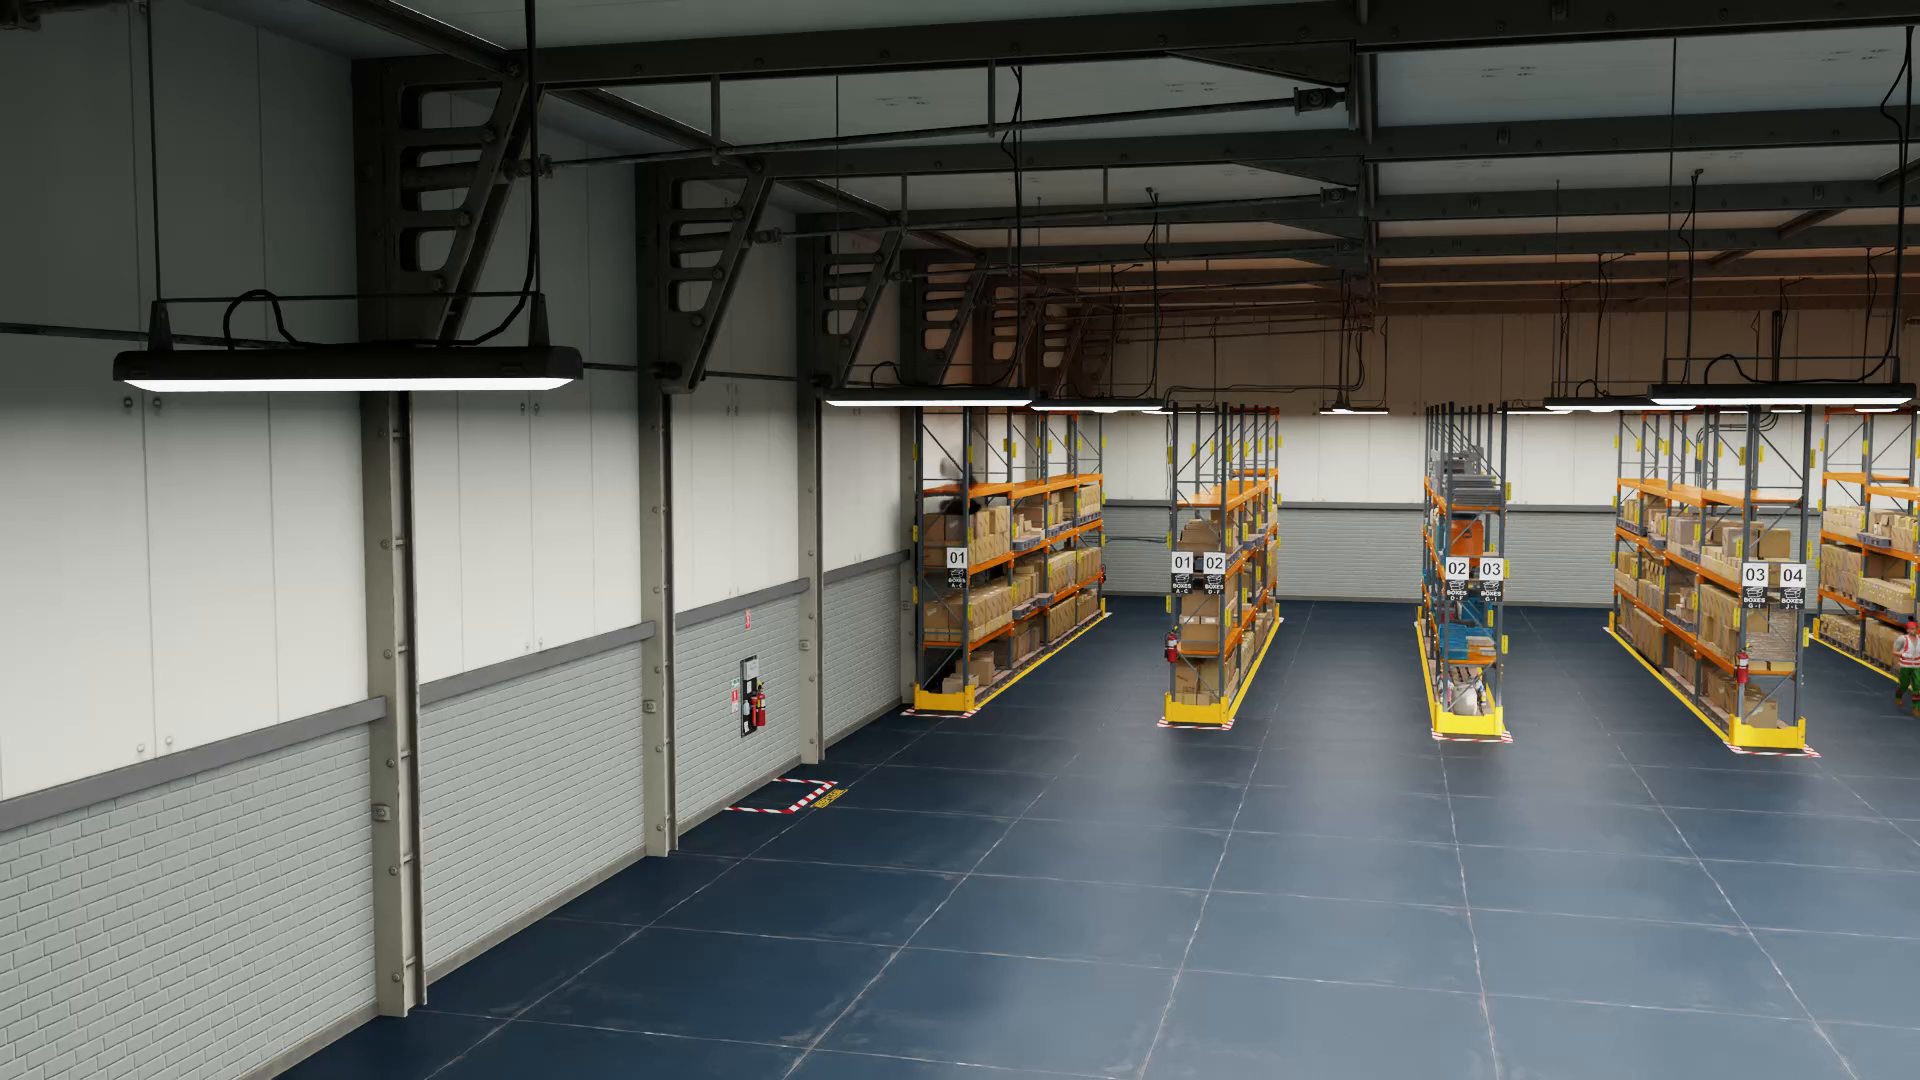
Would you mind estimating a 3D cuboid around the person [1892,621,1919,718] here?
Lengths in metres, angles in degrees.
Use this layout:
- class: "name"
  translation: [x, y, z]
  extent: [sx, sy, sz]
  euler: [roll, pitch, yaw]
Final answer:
- class: "person"
  translation: [18.311, 2.460, 32.061]
  extent: [0.656, 1.811, 0.991]
  euler: [1, 4, 10]

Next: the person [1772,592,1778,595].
- class: "person"
  translation: [20.370, 1.834, 41.906]
  extent: [0.504, 1.557, 0.690]
  euler: [0, 4, 3]
